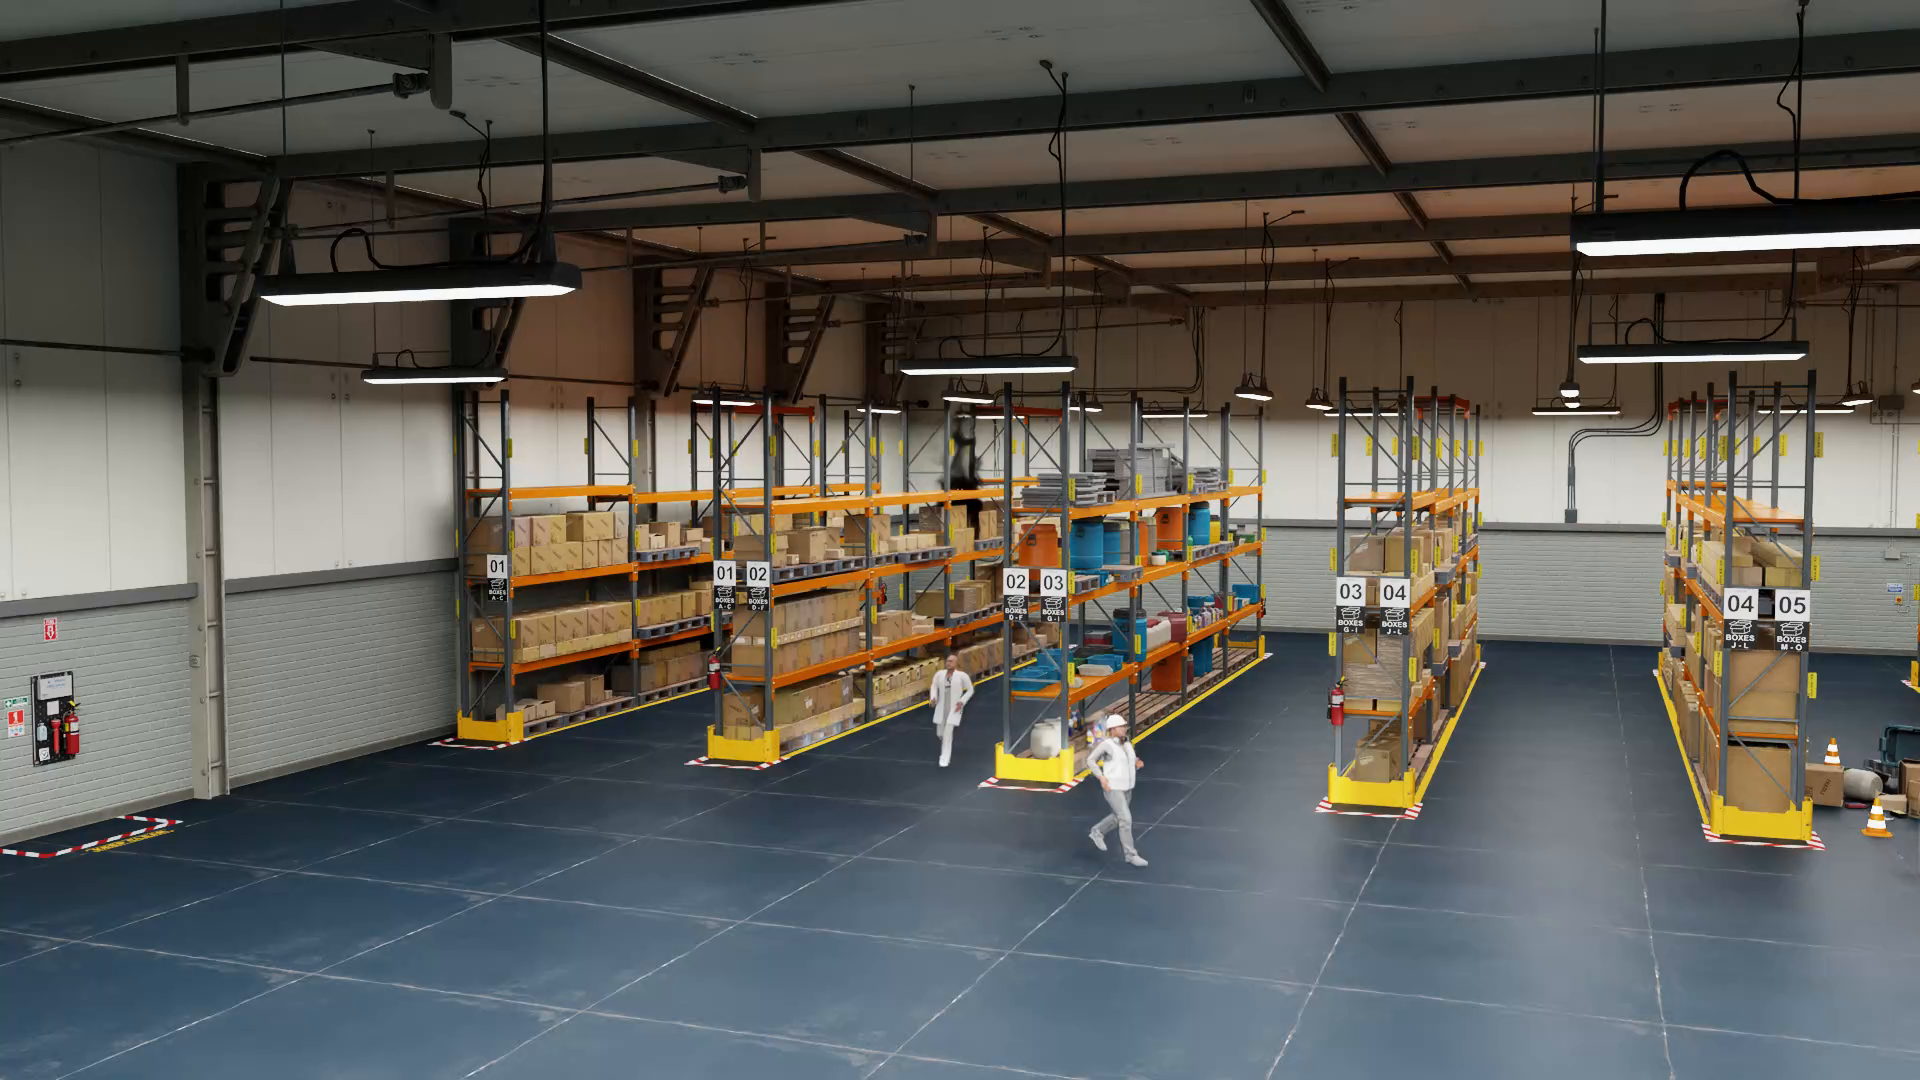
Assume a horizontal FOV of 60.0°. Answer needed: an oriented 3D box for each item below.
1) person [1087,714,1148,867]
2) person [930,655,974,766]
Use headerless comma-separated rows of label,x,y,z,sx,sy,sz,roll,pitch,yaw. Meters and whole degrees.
person,1.884,2.987,20.055,0.969,1.758,0.590,3,4,42
person,-0.122,2.691,26.466,0.736,1.740,0.728,1,3,17
